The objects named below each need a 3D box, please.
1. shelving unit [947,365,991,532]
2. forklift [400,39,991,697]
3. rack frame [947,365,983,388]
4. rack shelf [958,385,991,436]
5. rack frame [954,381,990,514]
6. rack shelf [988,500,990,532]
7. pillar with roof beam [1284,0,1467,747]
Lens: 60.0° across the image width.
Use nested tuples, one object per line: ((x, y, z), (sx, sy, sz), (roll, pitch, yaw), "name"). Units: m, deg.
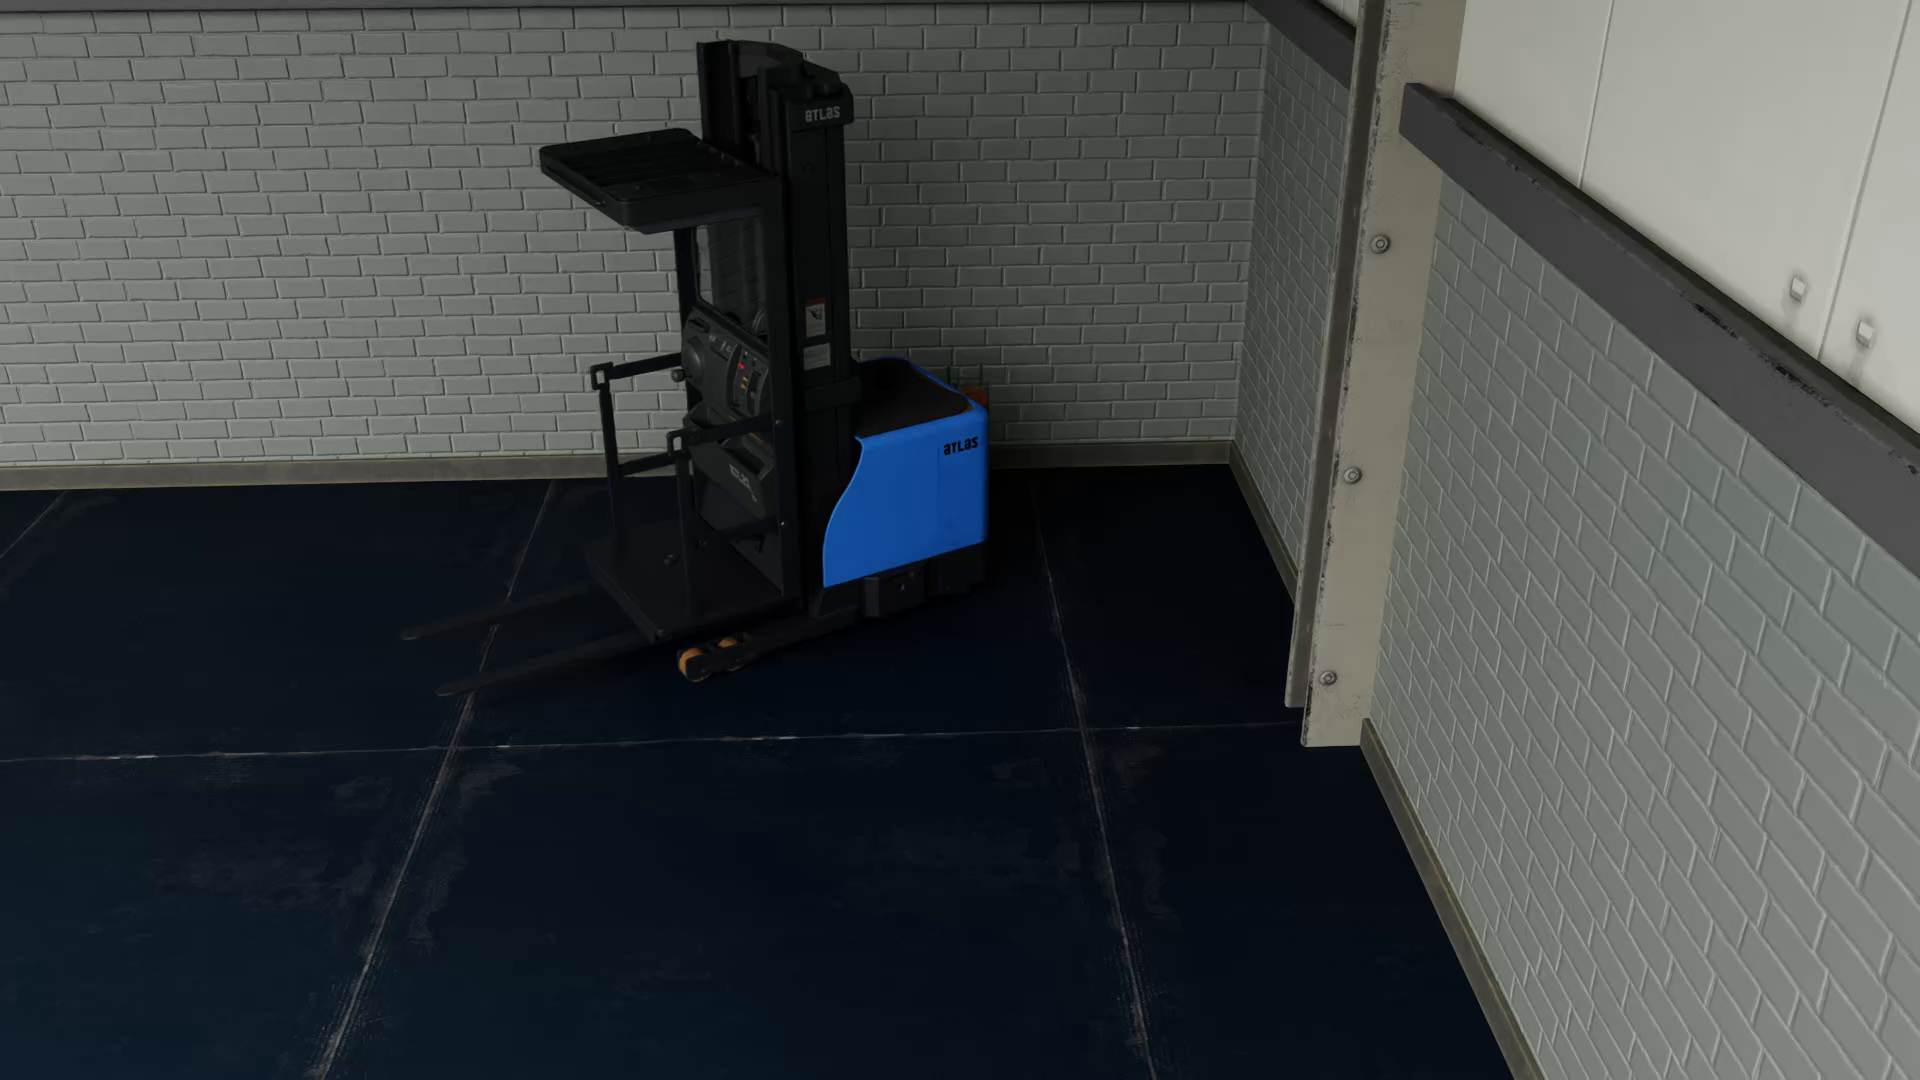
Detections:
((0.046, -0.460, 9.497), (0.215, 1.050, 0.252), (-4, 28, -7), "shelving unit")
((-1.354, -0.865, 8.239), (3.031, 2.935, 1.130), (-16, 32, -28), "forklift")
((0.028, -0.516, 9.604), (0.200, 1.050, 0.008), (-4, 28, -7), "rack frame")
((0.046, -0.702, 9.370), (0.215, 0.259, 0.240), (-4, 28, -7), "rack shelf")
((0.064, -0.404, 9.390), (0.200, 1.050, 0.008), (-4, 28, -7), "rack frame")
((0.046, -0.204, 9.630), (0.215, 0.259, 0.240), (-4, 28, -7), "rack shelf")
((-2.532, -3.003, 5.776), (9.100, 9.000, 0.400), (-1, 28, -3), "pillar with roof beam")
